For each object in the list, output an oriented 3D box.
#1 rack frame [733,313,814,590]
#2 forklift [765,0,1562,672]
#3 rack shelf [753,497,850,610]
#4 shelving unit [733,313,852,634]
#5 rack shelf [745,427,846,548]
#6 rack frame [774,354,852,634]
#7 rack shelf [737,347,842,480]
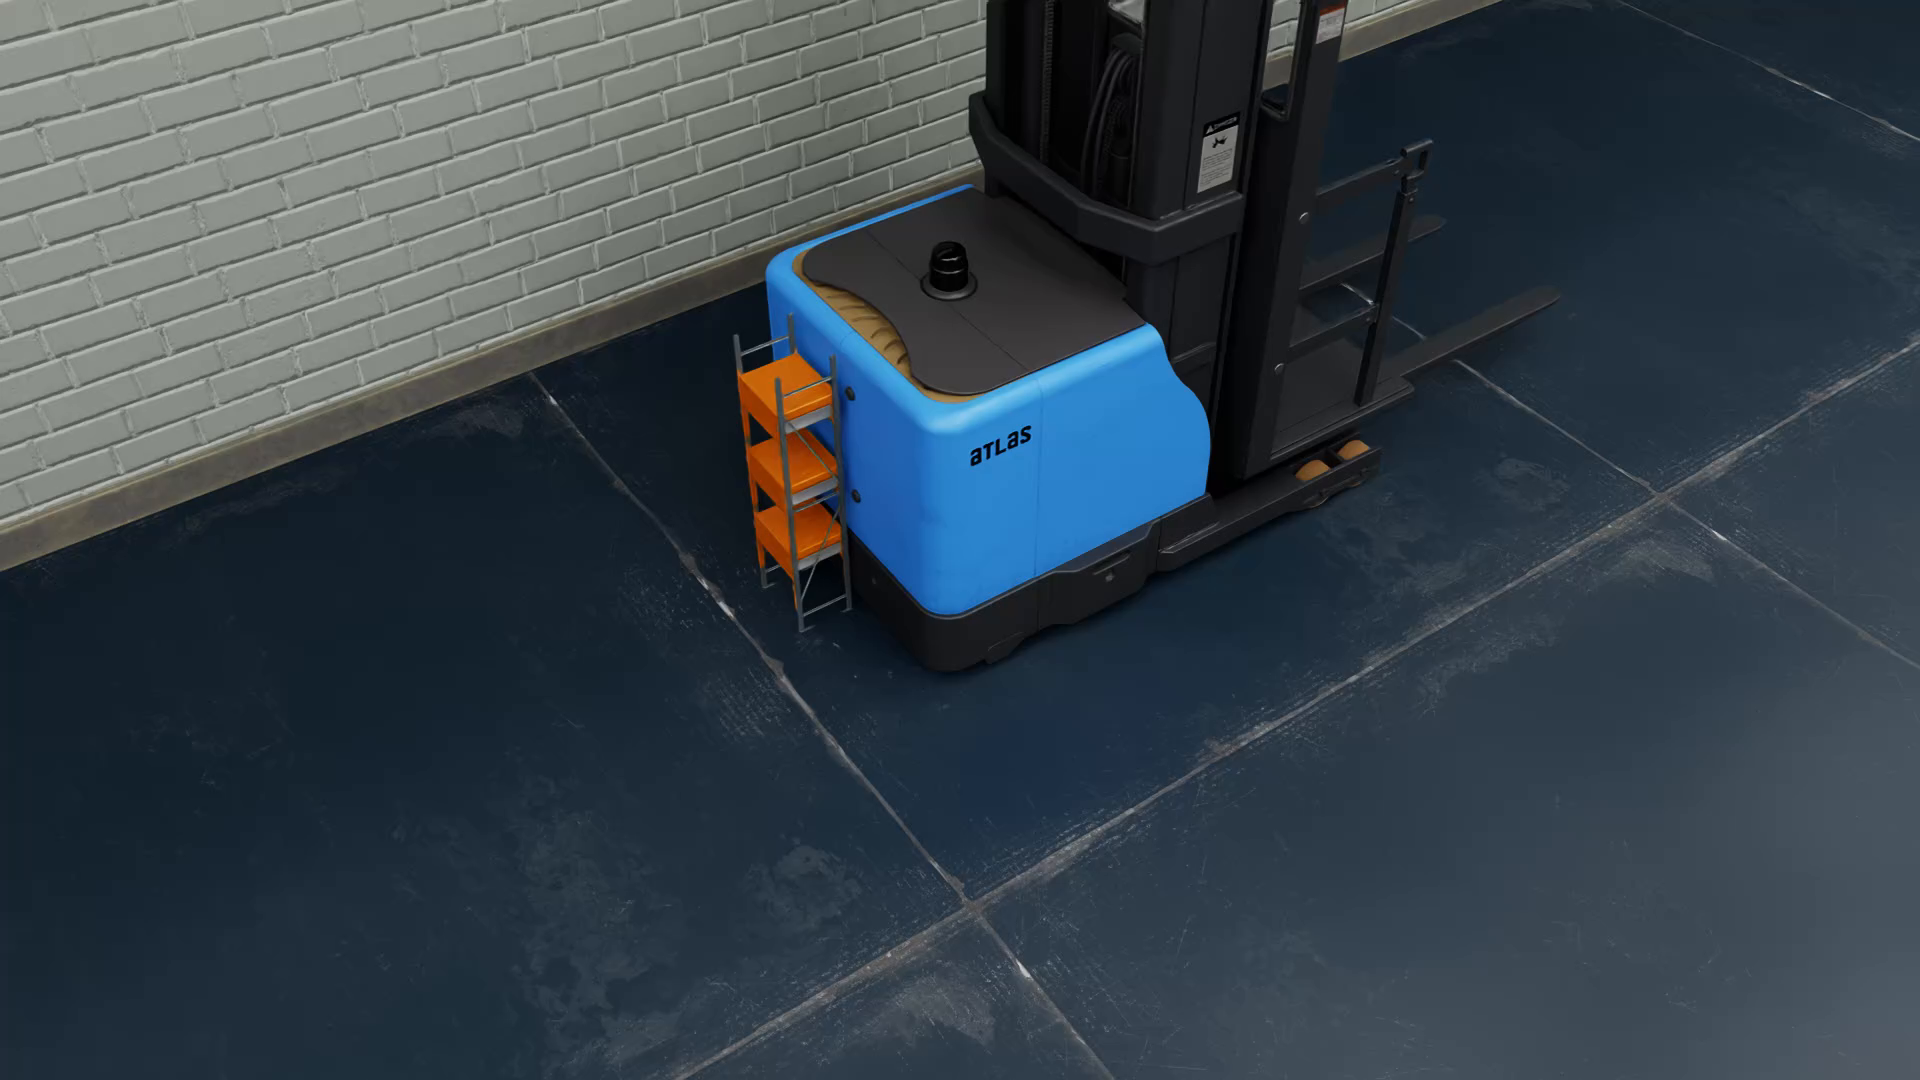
[{"bbox_3d":[-0.579,-0.253,5.255,0.200,1.050,0.008,-25,49,-24],"label":"rack frame"},{"bbox_3d":[0.890,-1.454,5.150,3.031,2.935,1.130,-25,49,-24],"label":"forklift"},{"bbox_3d":[-0.511,0.025,5.381,0.215,0.259,0.240,-25,49,-24],"label":"rack shelf"},{"bbox_3d":[-0.511,-0.184,5.182,0.215,1.050,0.252,-25,49,-24],"label":"shelving unit"},{"bbox_3d":[-0.511,-0.176,5.190,0.215,0.259,0.240,-25,49,-24],"label":"rack shelf"},{"bbox_3d":[-0.442,-0.114,5.109,0.200,1.050,0.008,-25,49,-24],"label":"rack frame"},{"bbox_3d":[-0.511,-0.381,4.994,0.215,0.259,0.240,-25,49,-24],"label":"rack shelf"}]
